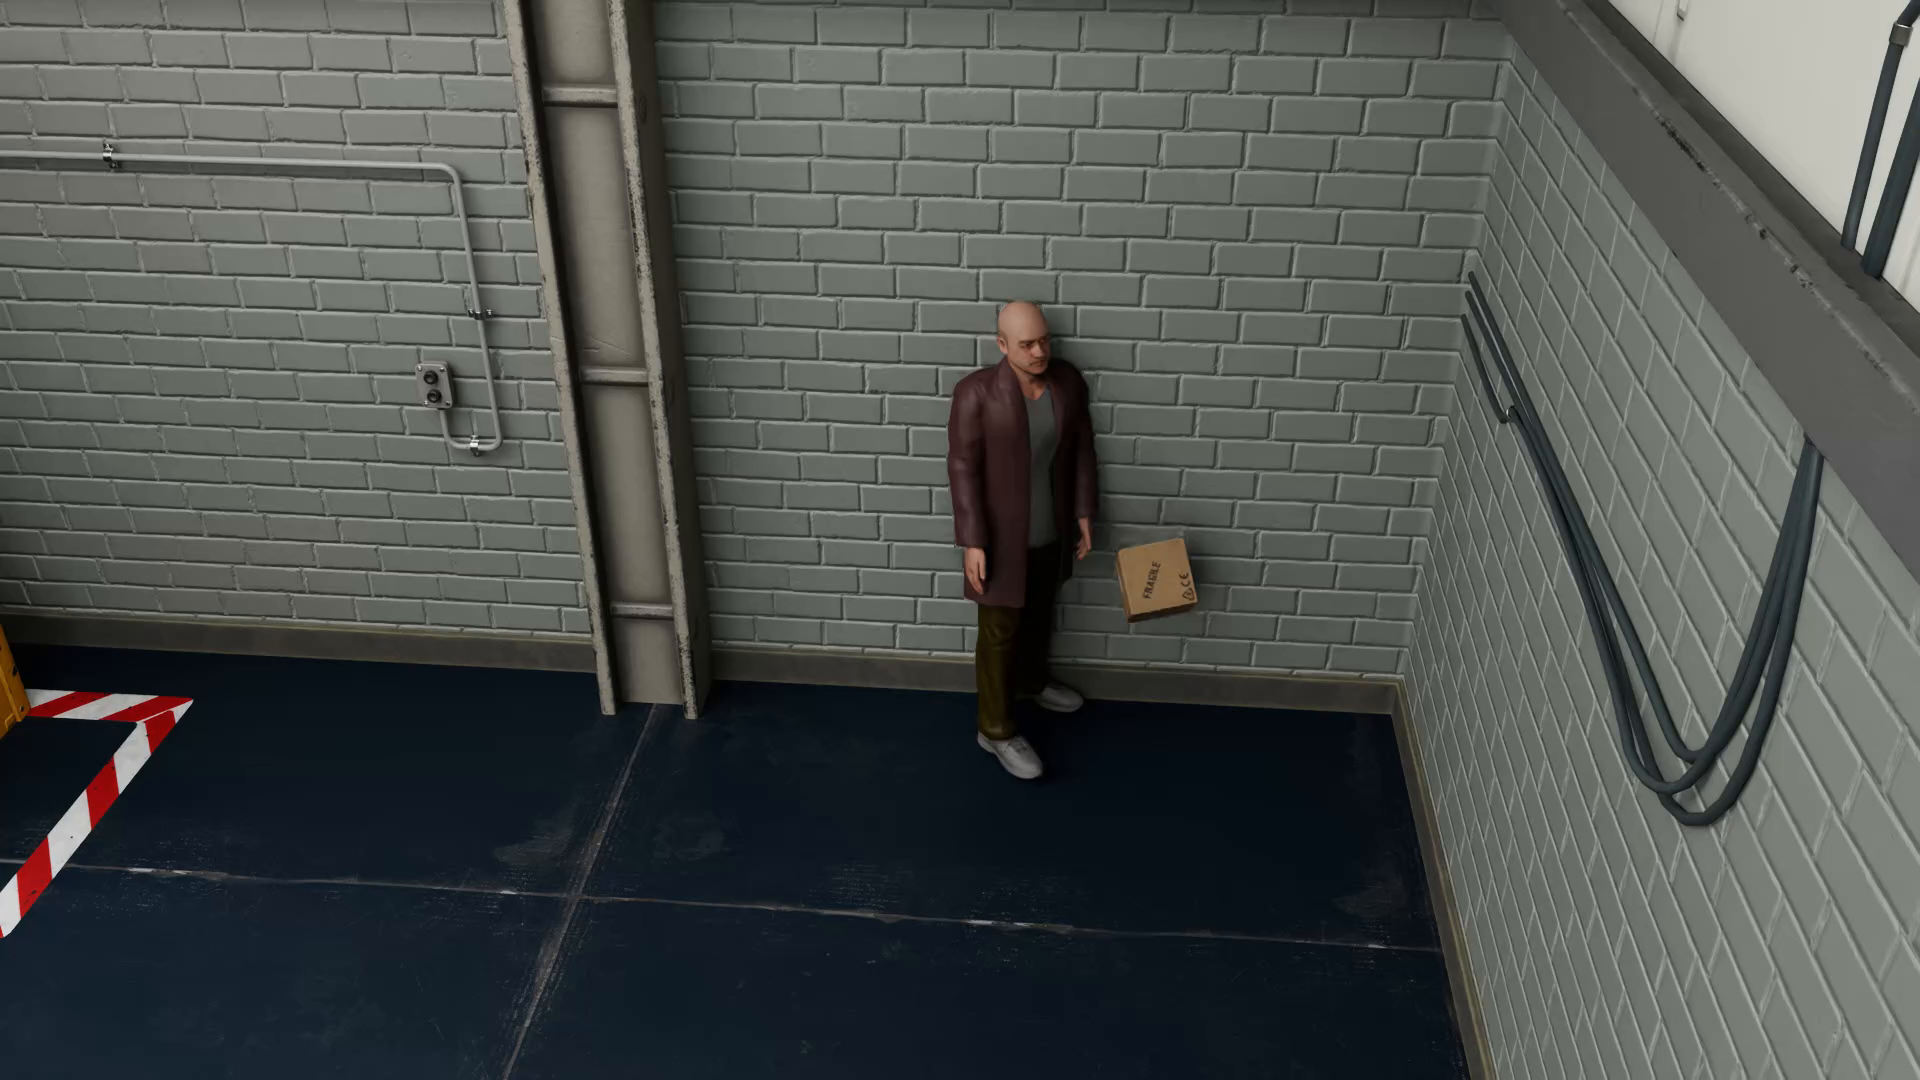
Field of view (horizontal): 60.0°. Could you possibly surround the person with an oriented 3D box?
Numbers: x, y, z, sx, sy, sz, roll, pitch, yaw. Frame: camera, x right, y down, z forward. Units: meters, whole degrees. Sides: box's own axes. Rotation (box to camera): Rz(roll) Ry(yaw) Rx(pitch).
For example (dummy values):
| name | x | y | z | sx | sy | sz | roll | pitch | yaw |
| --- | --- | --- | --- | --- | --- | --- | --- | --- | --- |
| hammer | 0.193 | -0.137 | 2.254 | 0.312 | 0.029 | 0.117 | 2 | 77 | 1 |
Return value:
| name | x | y | z | sx | sy | sz | roll | pitch | yaw |
| --- | --- | --- | --- | --- | --- | --- | --- | --- | --- |
| person | 0.276 | -0.004 | 6.120 | 0.644 | 1.780 | 0.599 | -19 | 36 | -28 |
